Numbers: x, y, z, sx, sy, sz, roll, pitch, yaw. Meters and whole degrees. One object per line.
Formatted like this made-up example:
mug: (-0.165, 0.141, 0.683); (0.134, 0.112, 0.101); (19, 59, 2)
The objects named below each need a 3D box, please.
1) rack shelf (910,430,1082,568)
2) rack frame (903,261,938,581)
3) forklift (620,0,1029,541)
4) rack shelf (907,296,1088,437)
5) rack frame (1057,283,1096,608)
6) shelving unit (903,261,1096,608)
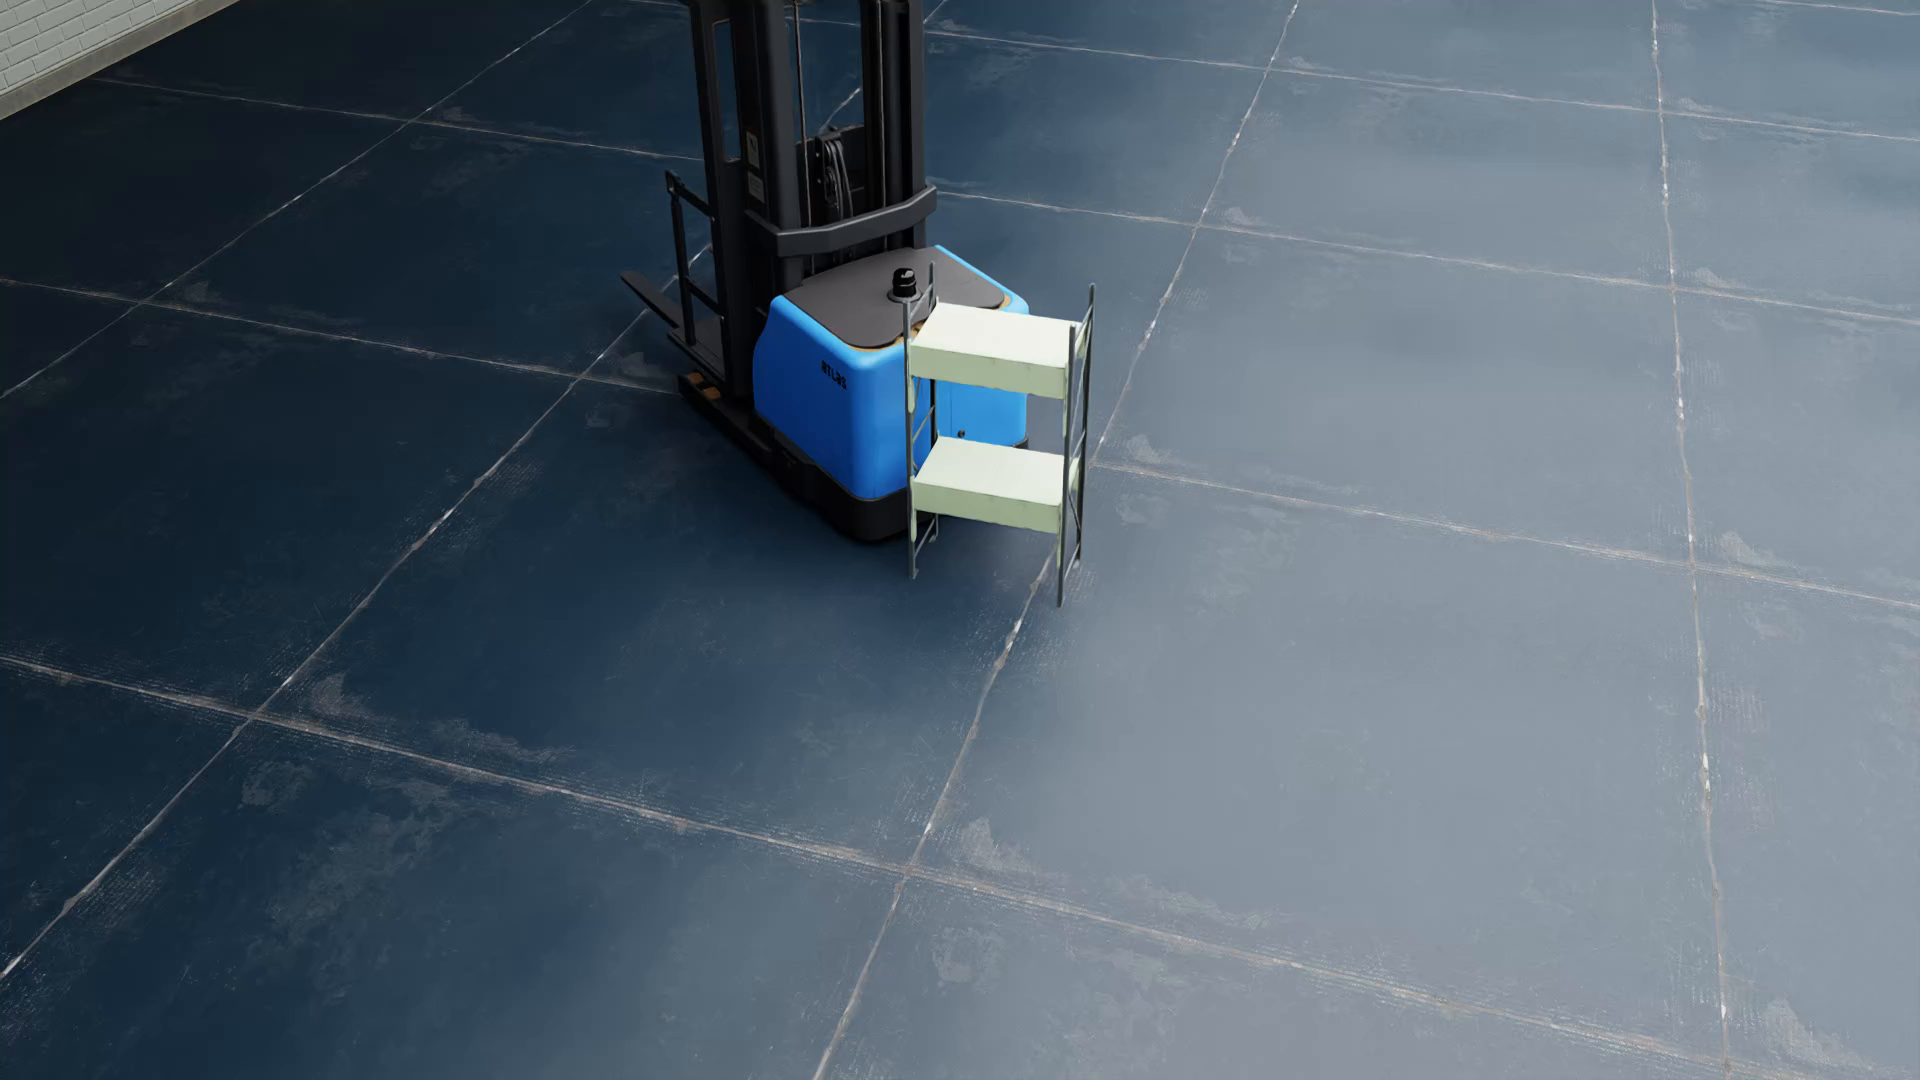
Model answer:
rack shelf: (0.174, -0.197, 7.803); (0.720, 0.370, 0.431); (10, 38, 13)
rack frame: (-0.177, -0.522, 7.694); (0.023, 1.500, 0.400); (10, 38, 13)
forklift: (-0.913, -2.005, 8.502); (1.130, 2.935, 3.031); (-23, 42, -28)
rack shelf: (0.174, -0.774, 7.378); (0.720, 0.370, 0.431); (10, 38, 13)
rack frame: (0.524, -0.398, 7.525); (0.023, 1.500, 0.400); (10, 38, 13)
shelving unit: (0.174, -0.460, 7.610); (0.755, 1.500, 0.431); (10, 38, 13)
